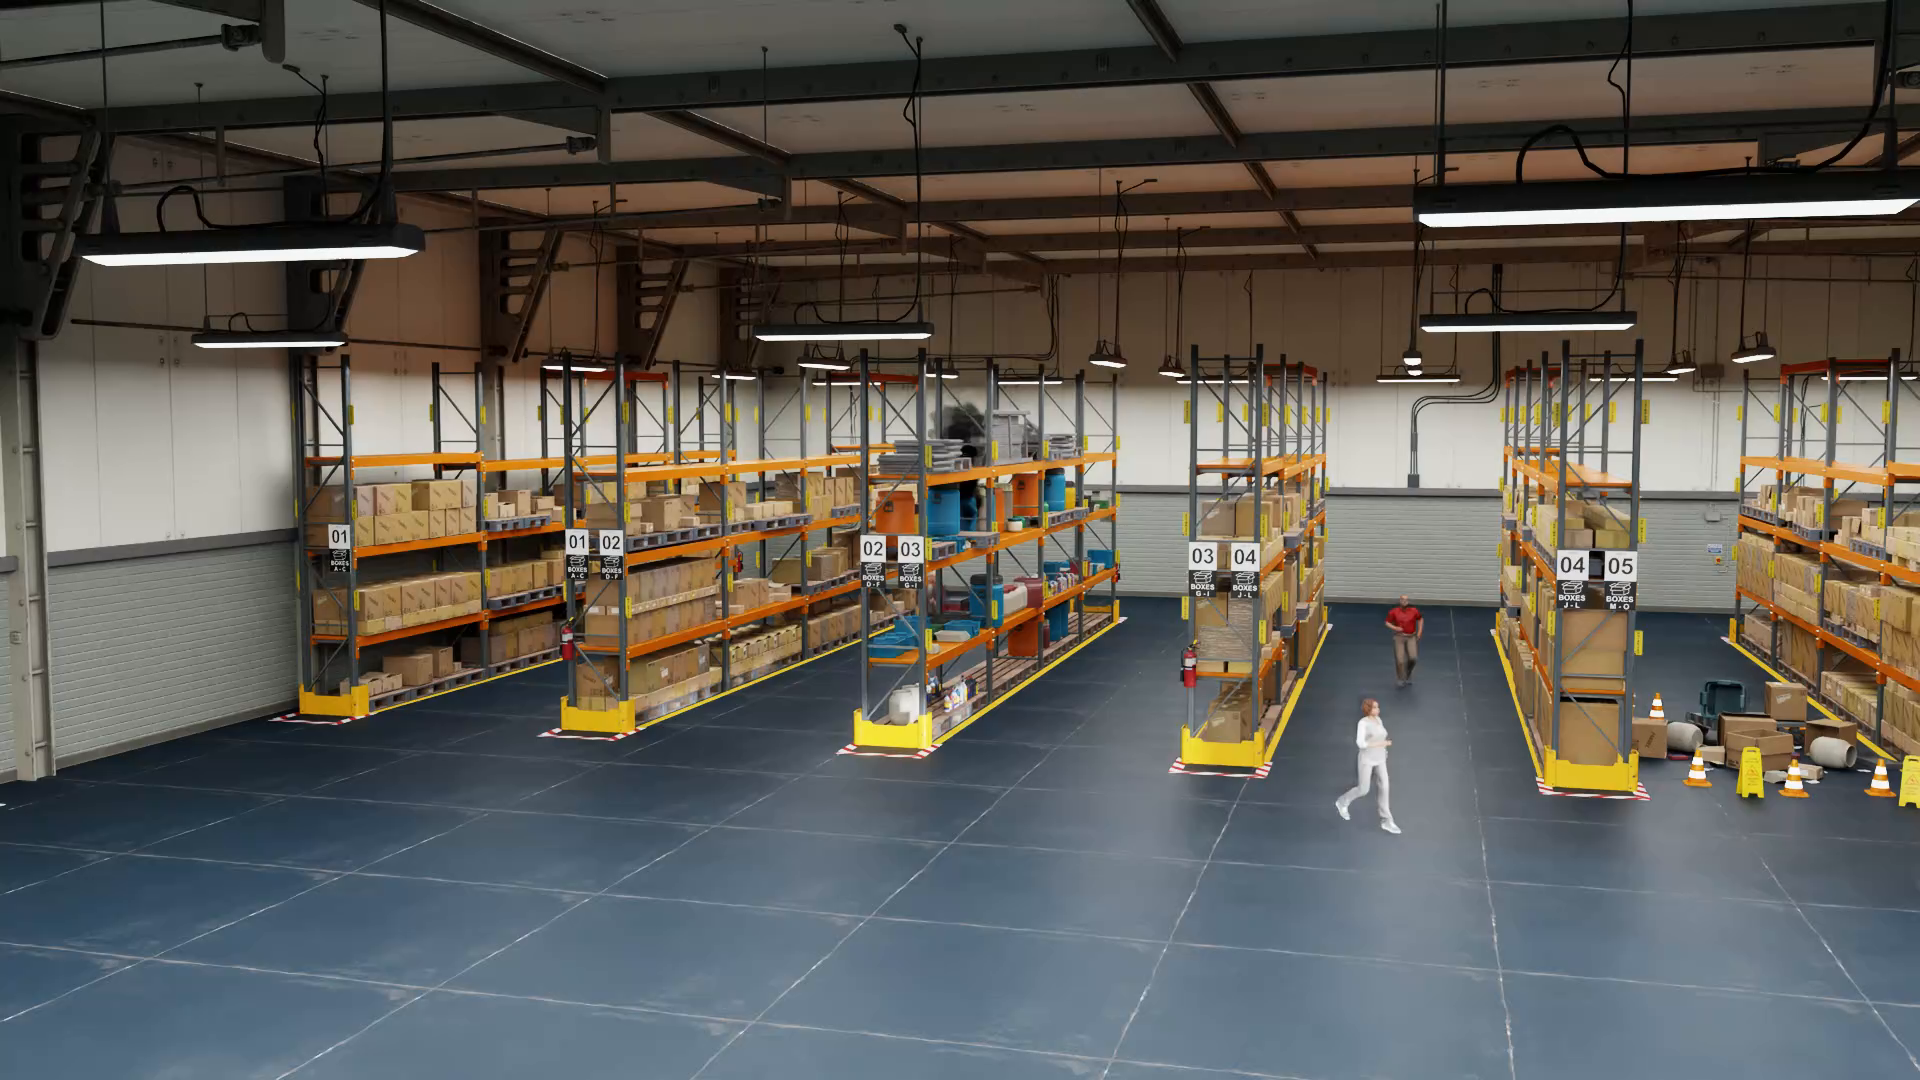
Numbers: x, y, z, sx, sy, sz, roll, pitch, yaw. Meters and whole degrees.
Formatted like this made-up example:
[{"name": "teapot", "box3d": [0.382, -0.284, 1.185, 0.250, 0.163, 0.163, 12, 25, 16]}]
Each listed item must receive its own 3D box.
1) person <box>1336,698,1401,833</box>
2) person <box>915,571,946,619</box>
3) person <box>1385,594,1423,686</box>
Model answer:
[{"name": "person", "box3d": [4.947, 2.690, 20.068, 0.544, 1.586, 0.879, -3, 5, -37]}, {"name": "person", "box3d": [-0.614, 1.532, 34.563, 0.666, 1.818, 0.888, 0, 4, 3]}, {"name": "person", "box3d": [8.180, 1.852, 30.583, 0.720, 1.697, 0.603, 0, 4, 5]}]
